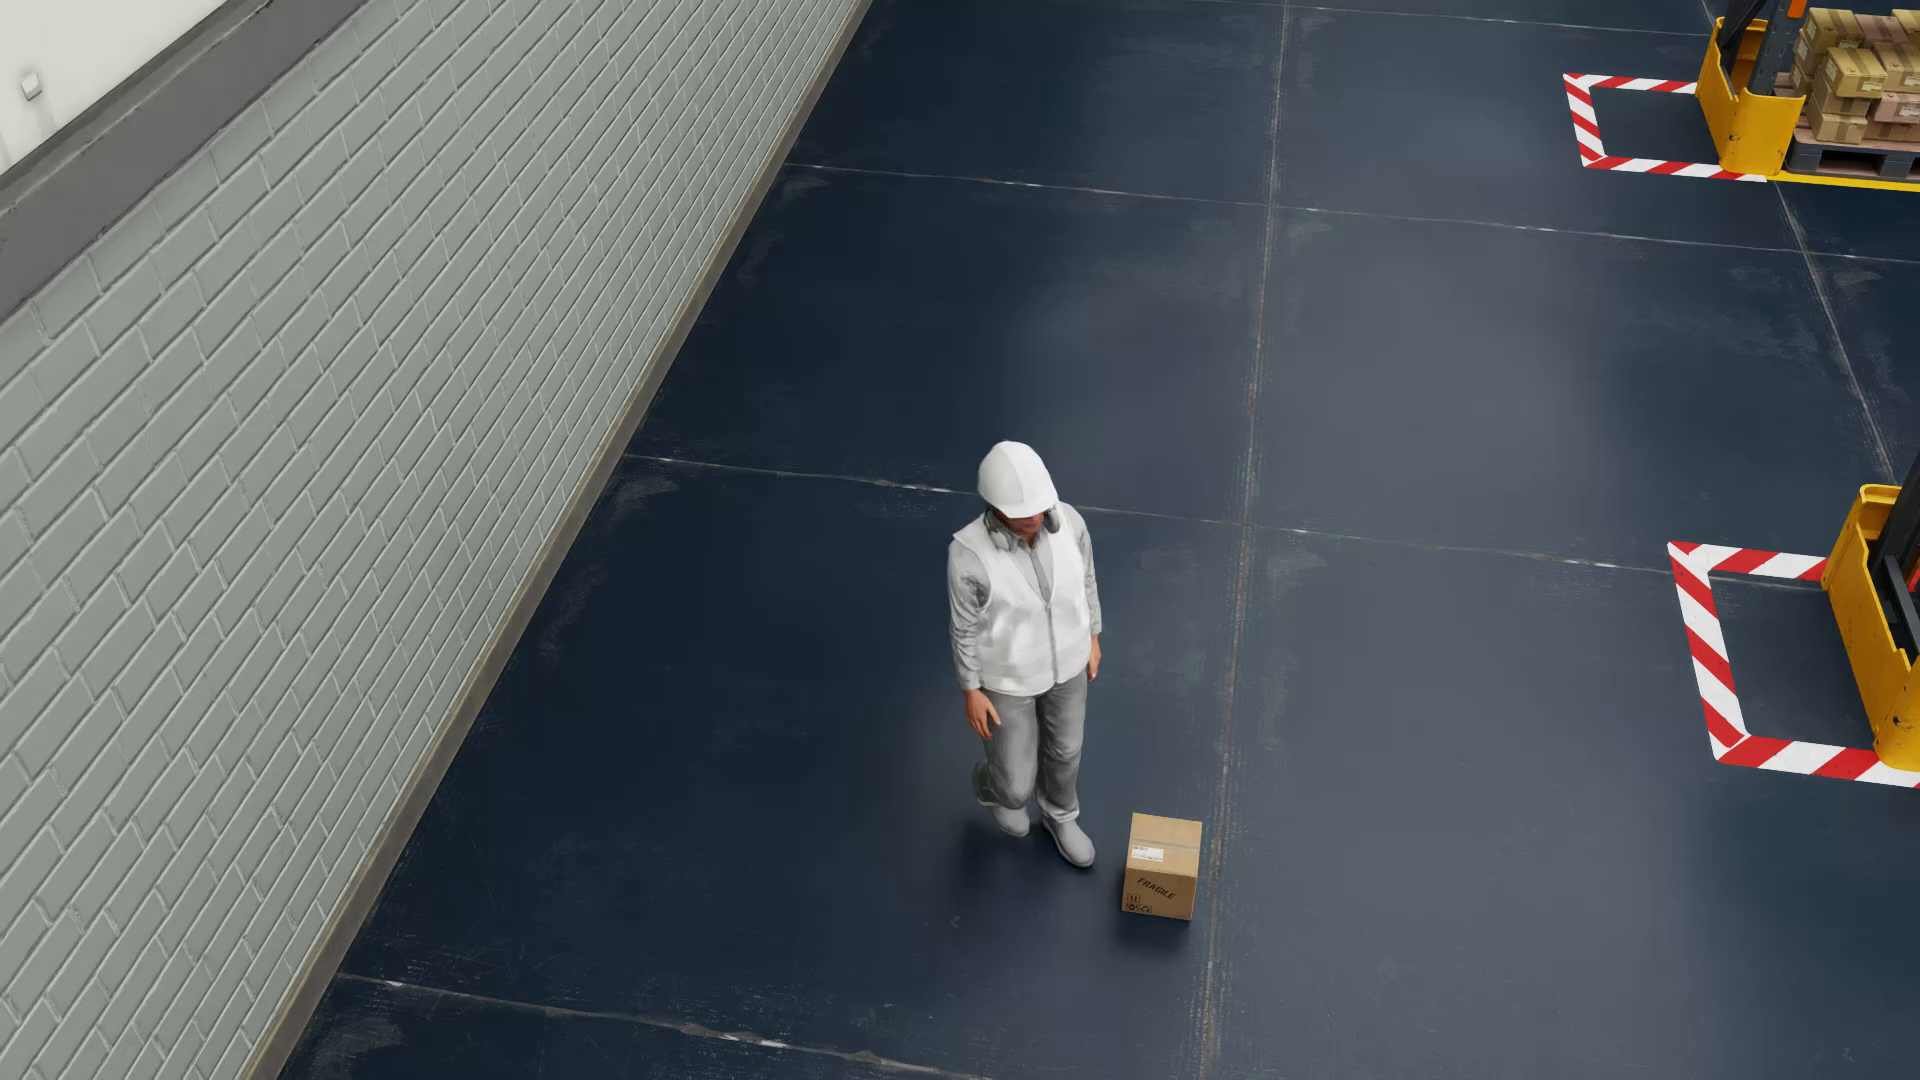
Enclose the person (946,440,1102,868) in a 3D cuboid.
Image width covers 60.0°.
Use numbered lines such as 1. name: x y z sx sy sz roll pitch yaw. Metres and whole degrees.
1. person: 0.256 0.431 5.623 0.565 1.764 0.490 -21 45 -23
